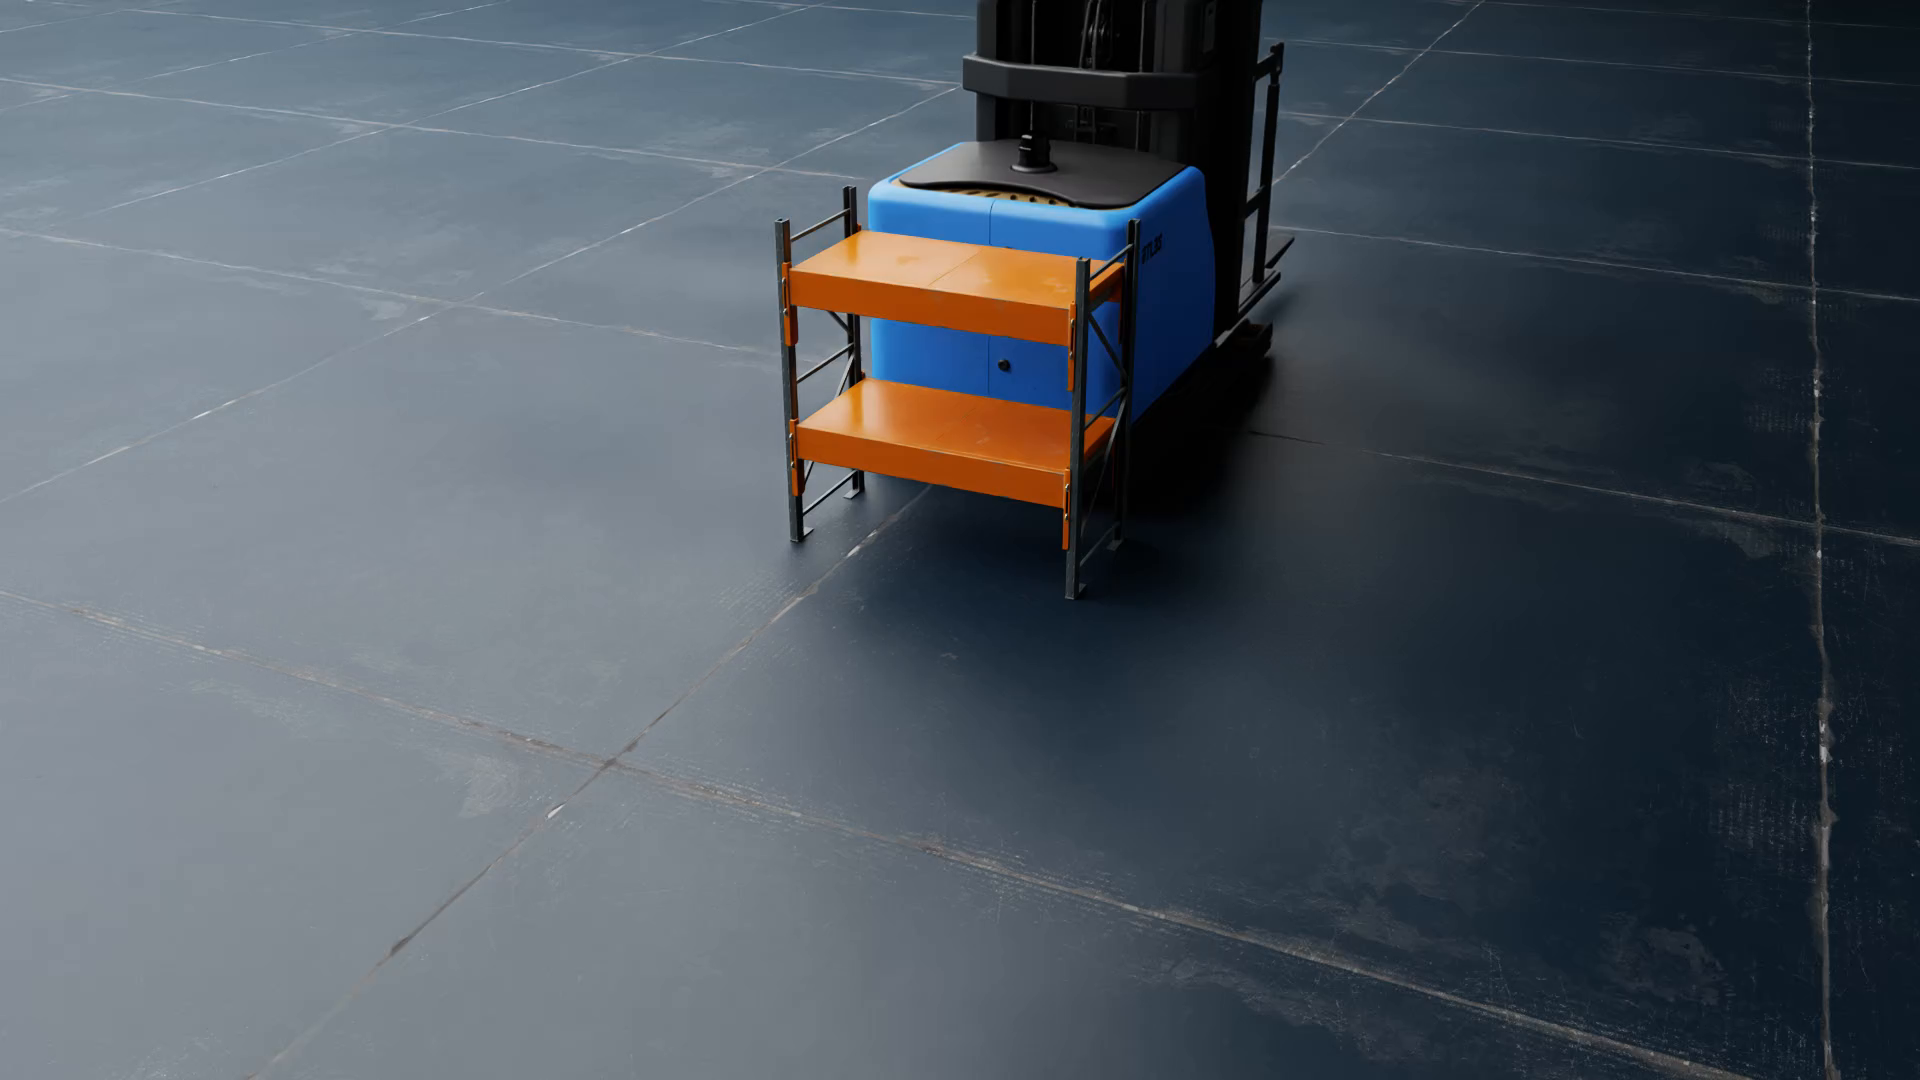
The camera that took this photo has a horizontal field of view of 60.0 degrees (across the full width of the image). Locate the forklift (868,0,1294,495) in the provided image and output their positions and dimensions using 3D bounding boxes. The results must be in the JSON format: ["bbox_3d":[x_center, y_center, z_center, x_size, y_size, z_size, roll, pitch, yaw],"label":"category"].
[{"bbox_3d":[0.734,-2.100,6.697,1.130,2.935,3.031,12,28,22],"label":"forklift"}]

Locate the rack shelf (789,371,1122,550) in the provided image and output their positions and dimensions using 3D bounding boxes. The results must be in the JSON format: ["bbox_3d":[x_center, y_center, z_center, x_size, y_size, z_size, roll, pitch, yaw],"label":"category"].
[{"bbox_3d":[-0.006,-0.287,5.612,1.000,0.278,0.538,11,28,22],"label":"rack shelf"}]

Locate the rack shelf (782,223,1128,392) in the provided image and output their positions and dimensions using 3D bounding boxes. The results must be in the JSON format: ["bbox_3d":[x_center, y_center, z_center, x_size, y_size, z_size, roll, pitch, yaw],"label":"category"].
[{"bbox_3d":[-0.006,-0.768,5.375,1.000,0.278,0.538,11,28,22],"label":"rack shelf"}]

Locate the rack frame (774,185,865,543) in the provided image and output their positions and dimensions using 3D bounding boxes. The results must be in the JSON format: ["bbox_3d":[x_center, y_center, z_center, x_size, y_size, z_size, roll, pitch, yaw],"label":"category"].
[{"bbox_3d":[-0.469,-0.599,5.693,0.032,1.125,0.500,11,28,22],"label":"rack frame"}]

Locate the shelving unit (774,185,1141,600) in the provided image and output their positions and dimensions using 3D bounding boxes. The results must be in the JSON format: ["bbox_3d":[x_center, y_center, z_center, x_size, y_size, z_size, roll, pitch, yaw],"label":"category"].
[{"bbox_3d":[-0.006,-0.506,5.504,1.048,1.125,0.538,11,28,22],"label":"shelving unit"}]

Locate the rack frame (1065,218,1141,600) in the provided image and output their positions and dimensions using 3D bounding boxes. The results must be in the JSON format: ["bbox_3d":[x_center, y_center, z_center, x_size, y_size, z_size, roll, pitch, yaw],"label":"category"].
[{"bbox_3d":[0.457,-0.413,5.315,0.032,1.125,0.500,11,28,22],"label":"rack frame"}]
